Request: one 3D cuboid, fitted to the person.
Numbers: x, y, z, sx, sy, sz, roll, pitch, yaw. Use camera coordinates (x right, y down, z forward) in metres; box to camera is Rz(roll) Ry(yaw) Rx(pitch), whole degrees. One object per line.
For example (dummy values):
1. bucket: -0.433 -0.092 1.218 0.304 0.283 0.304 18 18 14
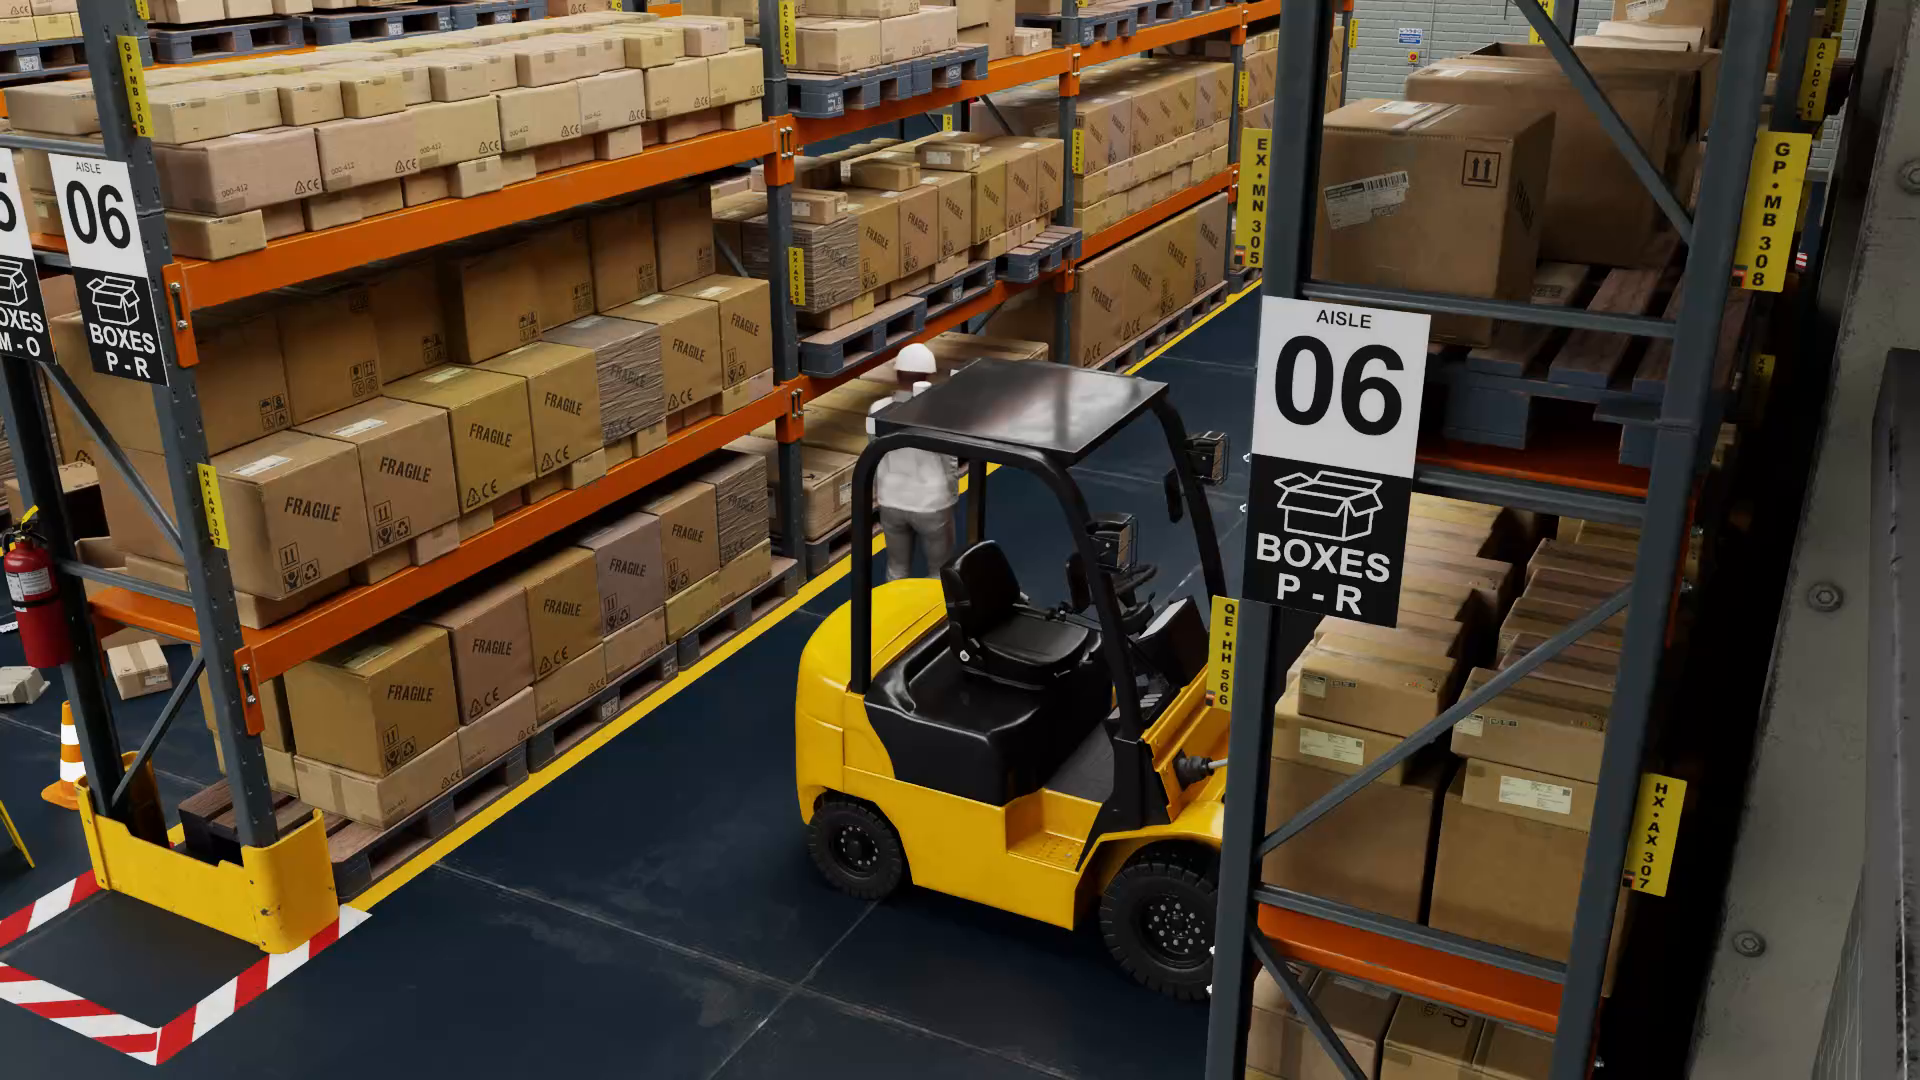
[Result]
1. person: -0.250 -0.212 9.095 0.537 1.759 0.378 10 25 23
